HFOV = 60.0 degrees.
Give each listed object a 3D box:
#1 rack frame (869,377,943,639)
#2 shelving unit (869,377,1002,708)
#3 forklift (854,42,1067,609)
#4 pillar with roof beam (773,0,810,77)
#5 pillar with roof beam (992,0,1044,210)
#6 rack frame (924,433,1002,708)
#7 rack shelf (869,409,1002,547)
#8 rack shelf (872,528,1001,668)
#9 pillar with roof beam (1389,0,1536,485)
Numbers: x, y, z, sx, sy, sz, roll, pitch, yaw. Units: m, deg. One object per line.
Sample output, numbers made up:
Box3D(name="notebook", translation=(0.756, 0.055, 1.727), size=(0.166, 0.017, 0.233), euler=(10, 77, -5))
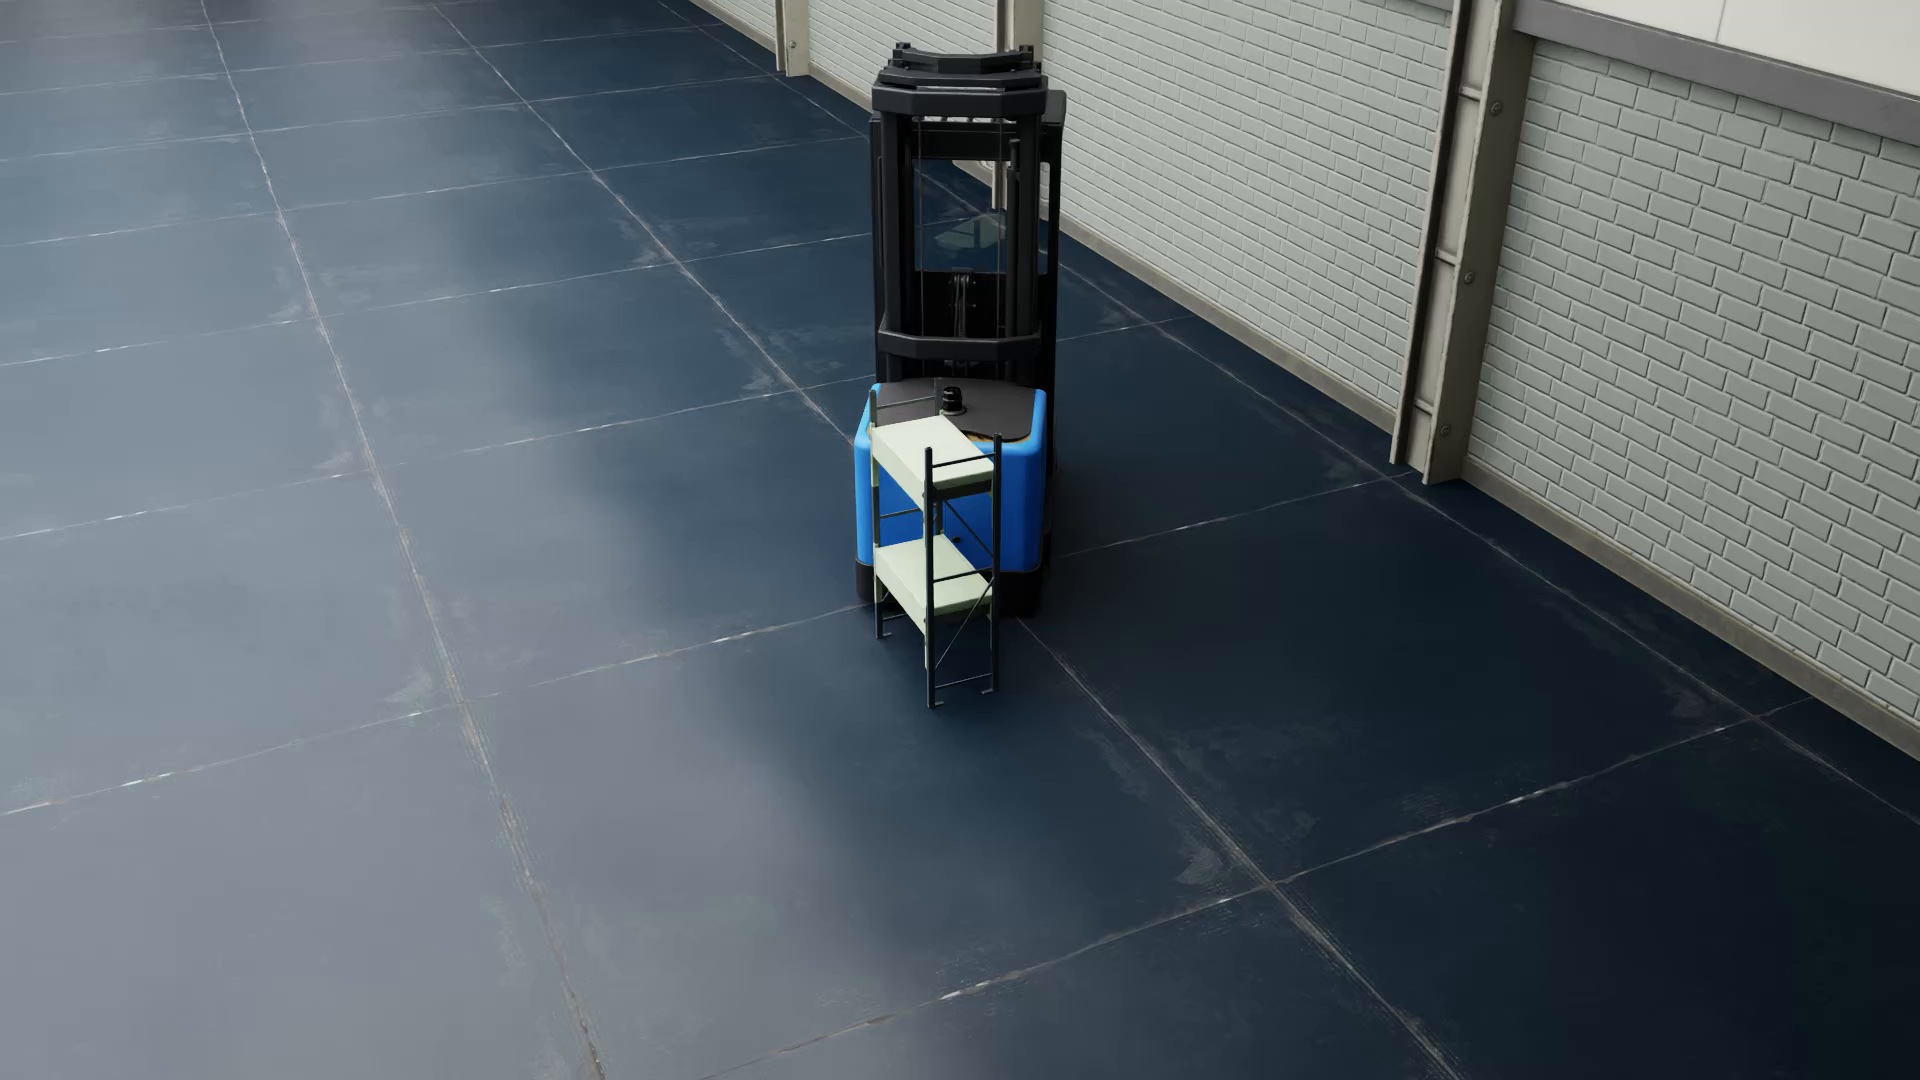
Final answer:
Box3D(name="rack frame", translation=(-0.281, -0.149, 8.955), size=(0.400, 1.500, 0.023), euler=(-12, 32, -21))
Box3D(name="shelving unit", translation=(-0.132, 0.014, 8.664), size=(0.431, 1.500, 0.755), euler=(-12, 32, -21))
Box3D(name="forklift", translation=(0.055, -1.582, 10.047), size=(1.130, 2.935, 3.031), euler=(2, 29, 4))
Box3D(name="pillar with roof beam", translation=(-5.936, -8.798, 16.712), size=(9.100, 9.000, 0.400), euler=(-13, 32, -22))
Box3D(name="pillar with roof beam", translation=(-3.360, -6.148, 11.985), size=(9.100, 9.000, 0.400), euler=(-13, 32, -22))
Box3D(name="rack frame", translation=(0.016, 0.178, 8.372), size=(0.400, 1.500, 0.023), euler=(-12, 32, -21))
Box3D(name="rack shelf", translation=(-0.132, -0.326, 8.473), size=(0.431, 0.370, 0.720), euler=(-12, 32, -21))
Box3D(name="rack shelf", translation=(-0.133, 0.299, 8.823), size=(0.431, 0.370, 0.720), euler=(-12, 32, -21))
Box3D(name="pillar with roof beam", translation=(-0.785, -3.497, 7.259), size=(9.100, 9.000, 0.400), euler=(-13, 32, -22))
